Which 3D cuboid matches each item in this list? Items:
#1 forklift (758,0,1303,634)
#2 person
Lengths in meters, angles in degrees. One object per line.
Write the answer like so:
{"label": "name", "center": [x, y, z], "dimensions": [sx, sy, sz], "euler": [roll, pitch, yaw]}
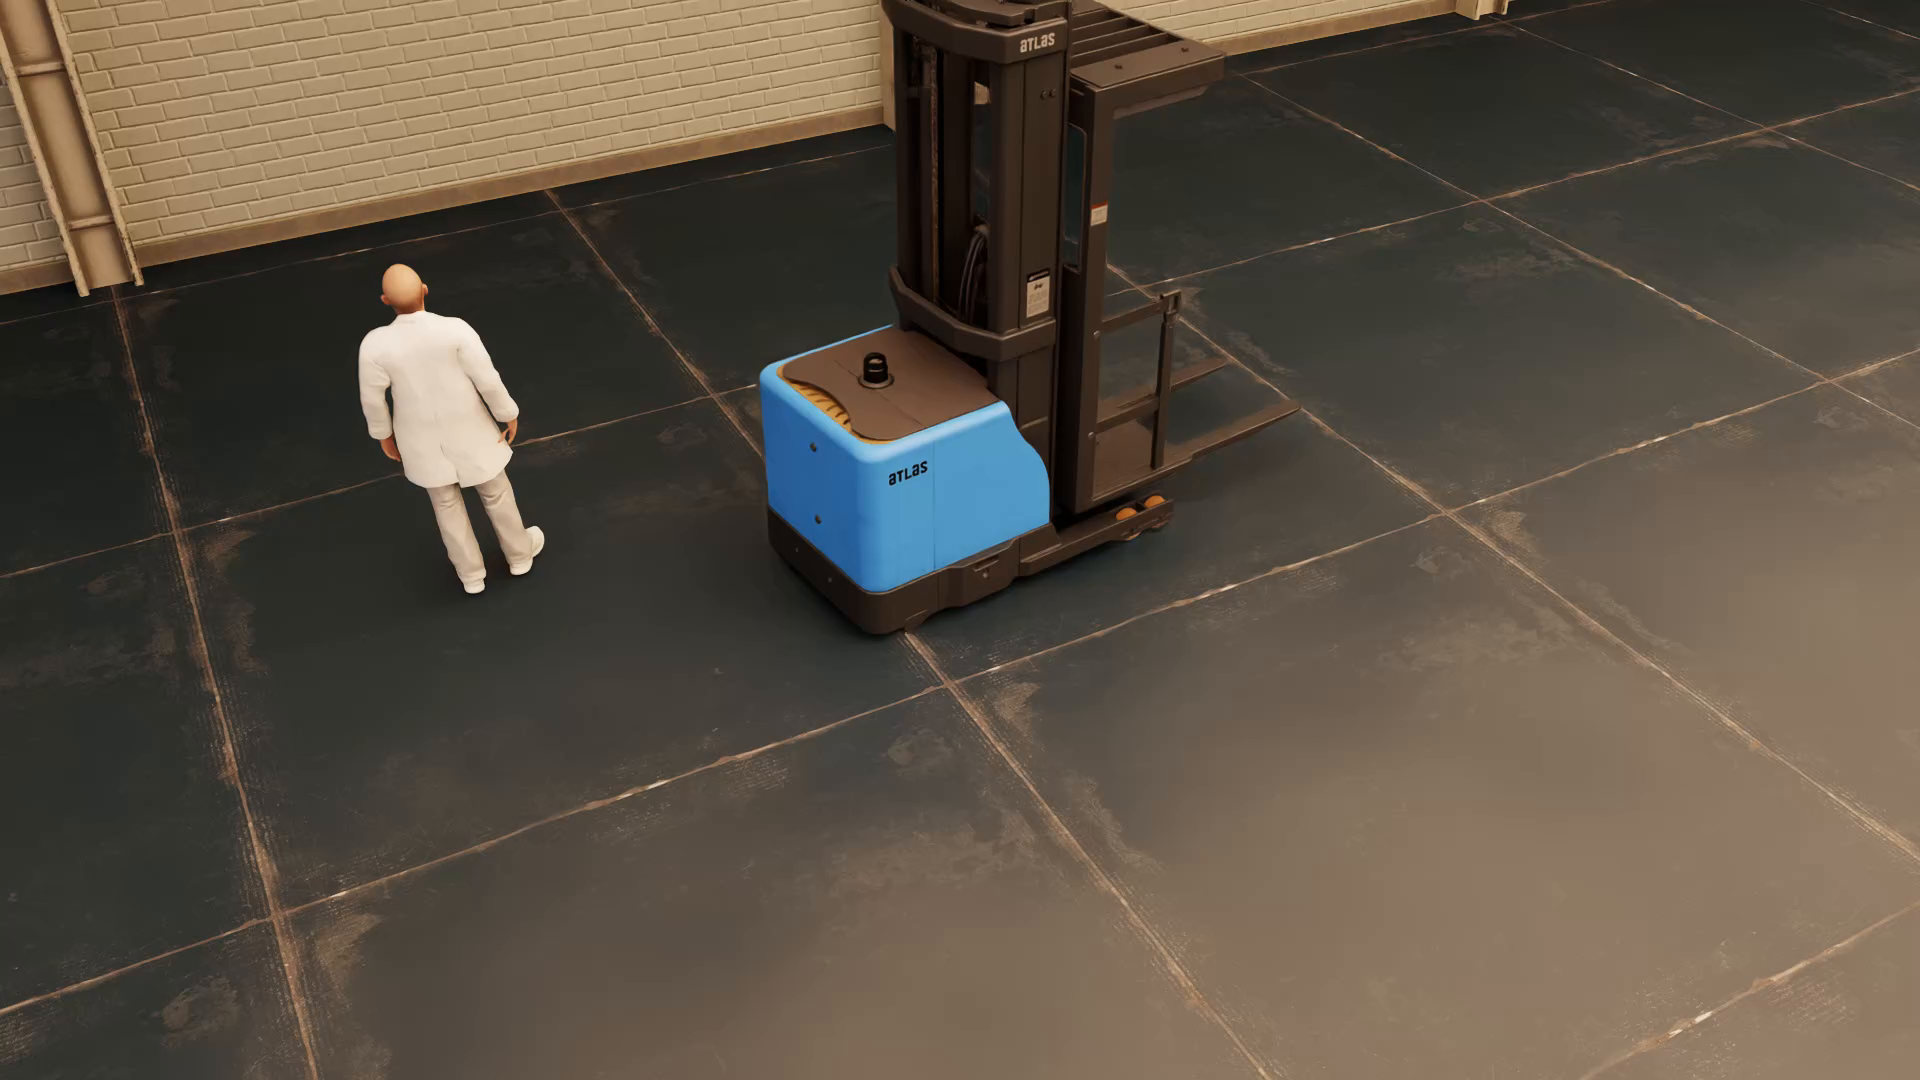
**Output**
{"label": "forklift", "center": [0.509, -1.421, 8.134], "dimensions": [3.031, 2.935, 1.130], "euler": [-23, 41, -29]}
{"label": "person", "center": [-2.438, -0.562, 7.905], "dimensions": [0.695, 1.775, 0.582], "euler": [-5, 36, -7]}
